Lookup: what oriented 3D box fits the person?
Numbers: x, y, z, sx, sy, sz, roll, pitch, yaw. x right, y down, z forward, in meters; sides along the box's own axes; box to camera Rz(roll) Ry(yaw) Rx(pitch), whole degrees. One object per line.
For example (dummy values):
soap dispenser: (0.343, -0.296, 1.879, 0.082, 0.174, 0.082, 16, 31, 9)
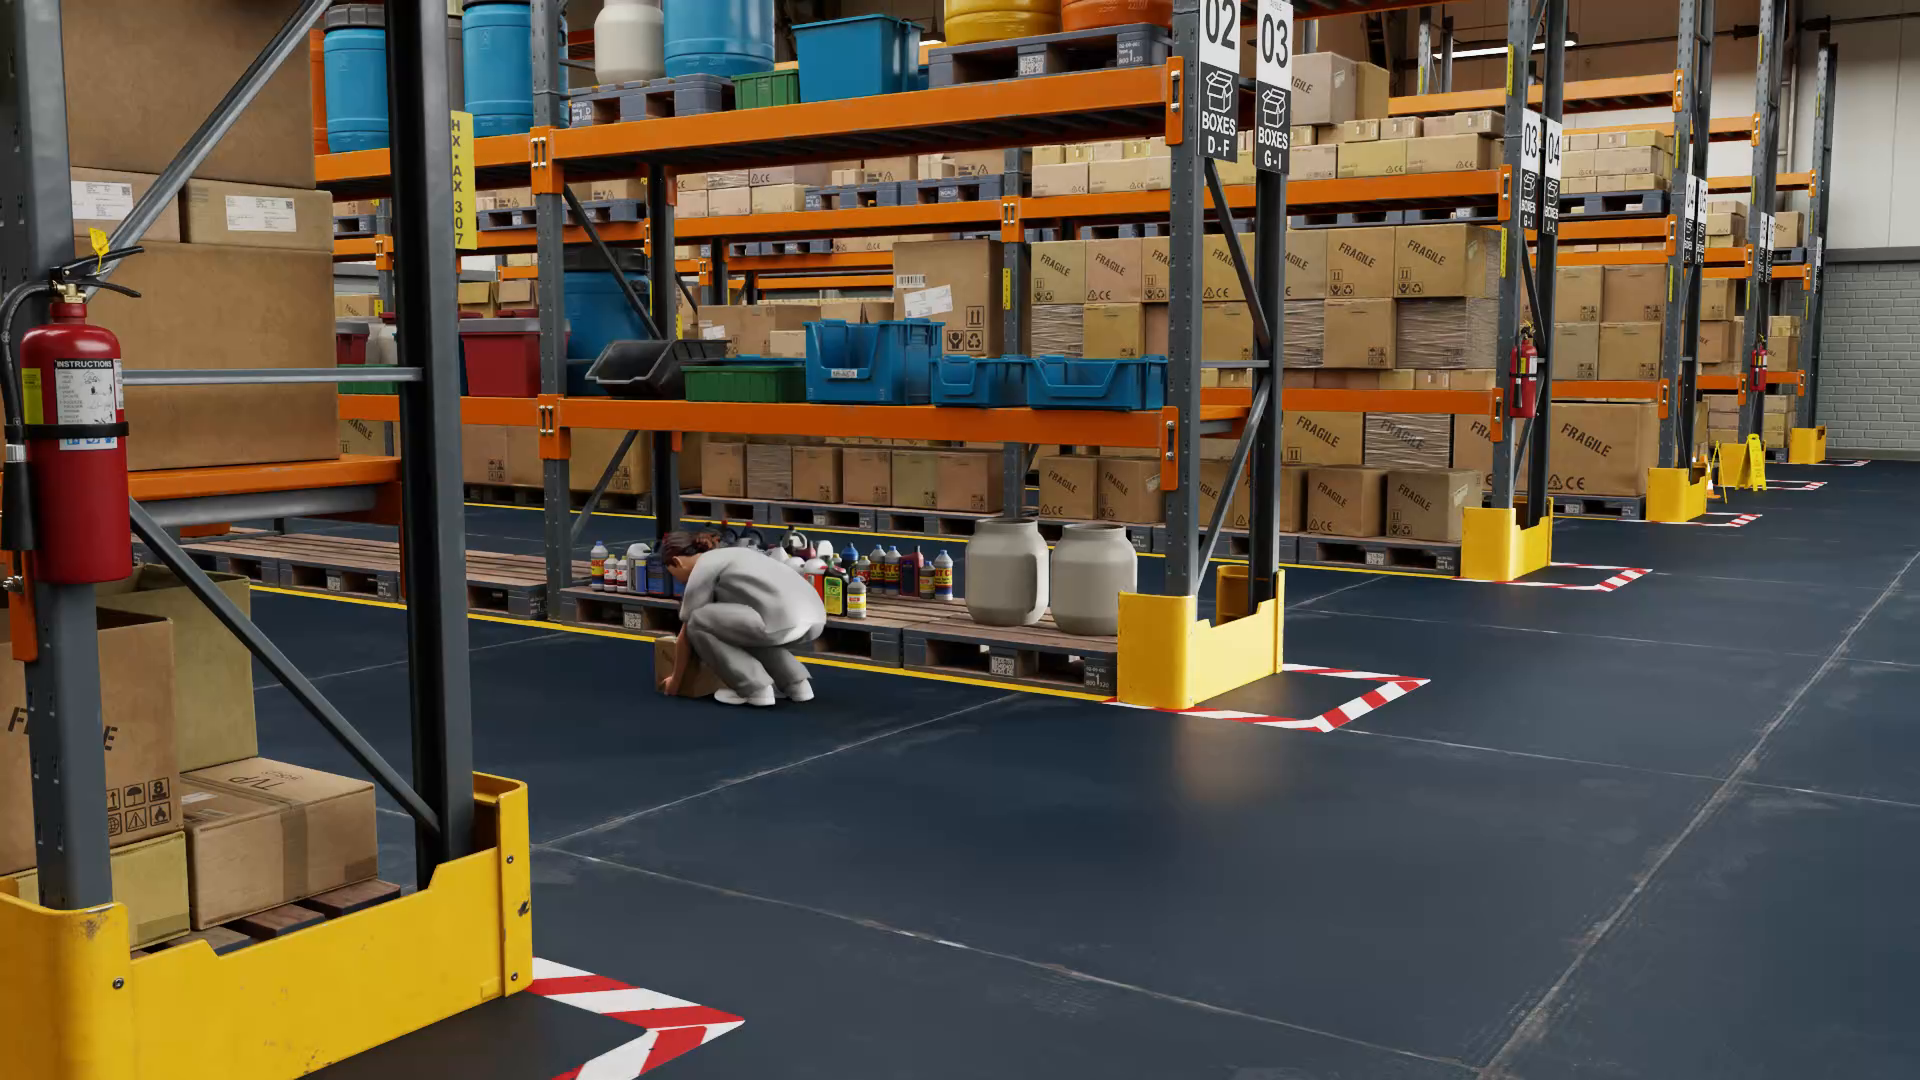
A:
person: (-0.991, 0.366, 7.525, 0.819, 0.813, 0.469, 4, 8, 33)
